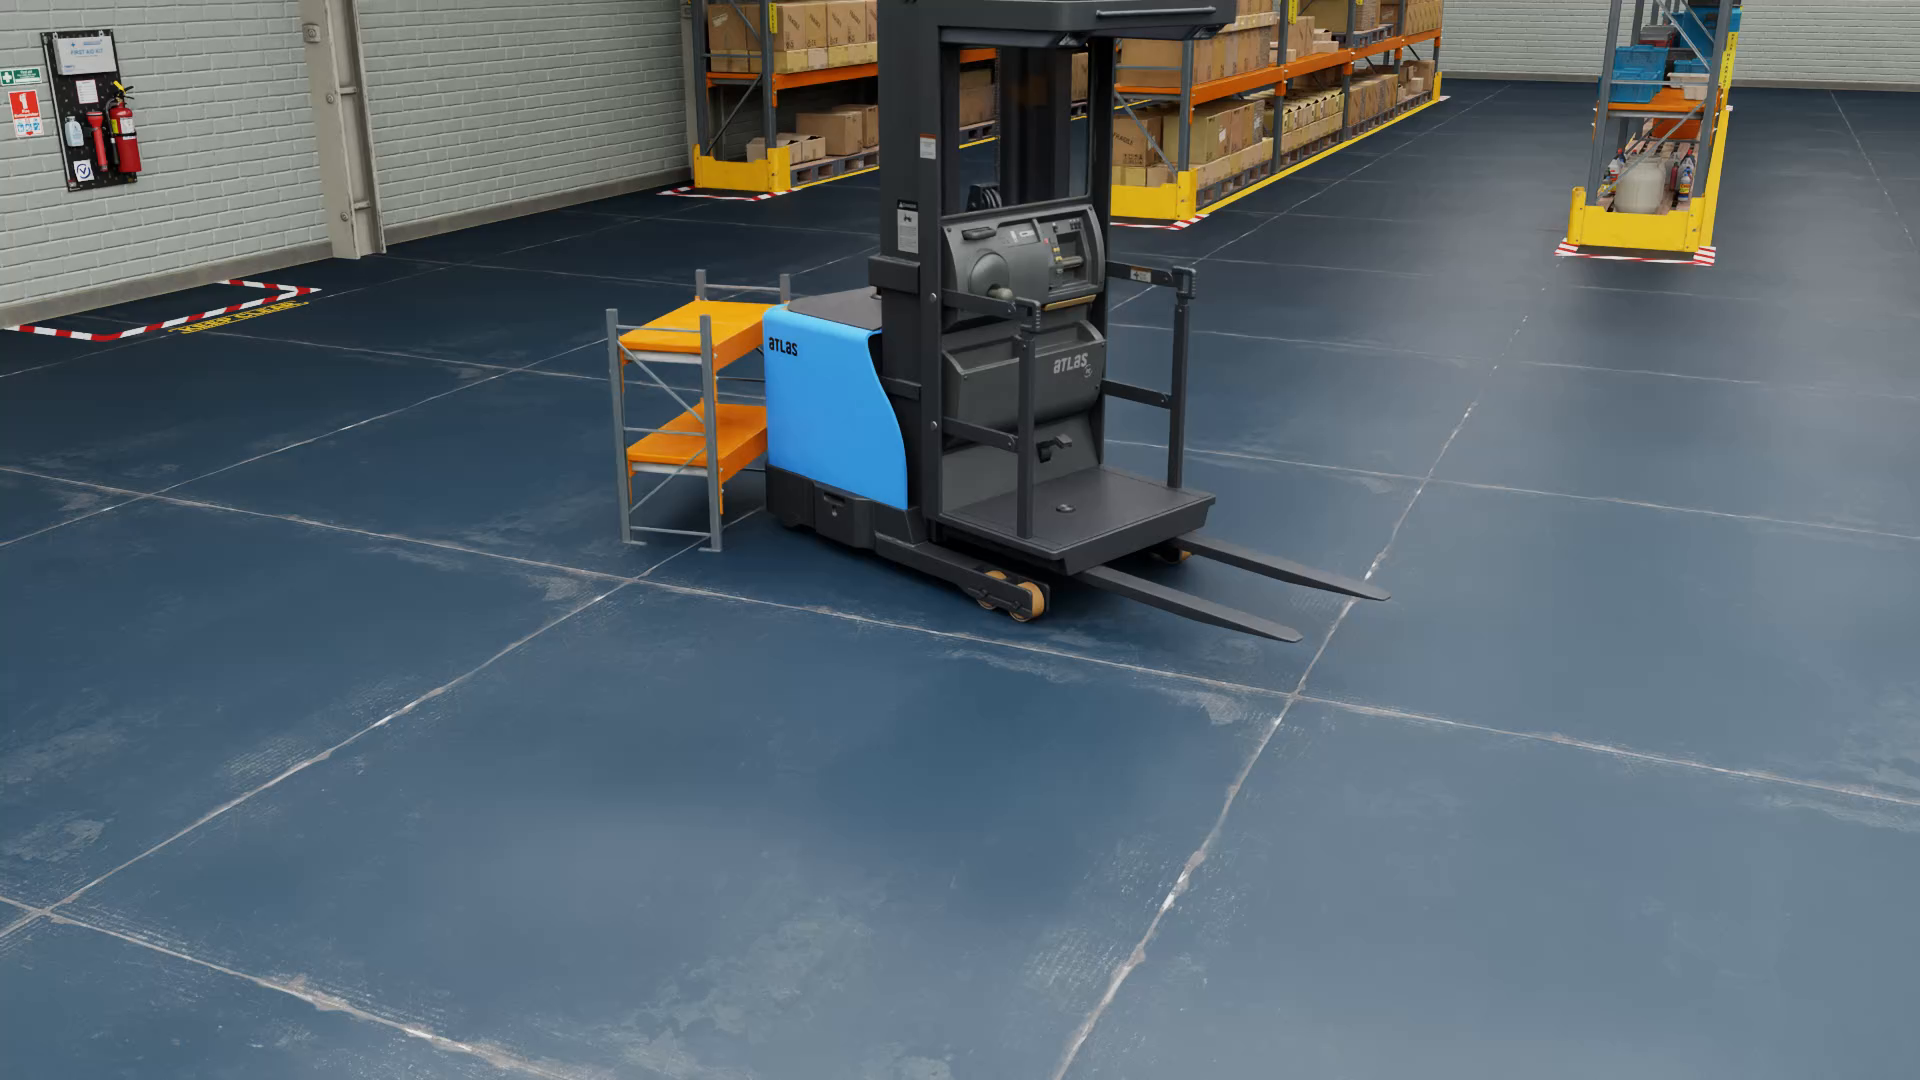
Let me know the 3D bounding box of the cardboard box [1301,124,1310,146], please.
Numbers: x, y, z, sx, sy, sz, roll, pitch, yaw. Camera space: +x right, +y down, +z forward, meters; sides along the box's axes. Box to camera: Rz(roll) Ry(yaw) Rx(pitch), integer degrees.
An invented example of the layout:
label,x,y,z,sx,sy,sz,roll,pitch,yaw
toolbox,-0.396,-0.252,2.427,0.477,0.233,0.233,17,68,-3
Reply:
label,x,y,z,sx,sy,sz,roll,pitch,yaw
cardboard box,4.363,-5.408,22.176,0.500,0.250,0.500,8,21,21

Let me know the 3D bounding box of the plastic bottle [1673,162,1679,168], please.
label,x,y,z,sx,sy,sz,roll,pitch,yaw
plastic bottle,7.754,-3.961,18.026,0.061,0.283,0.133,9,21,23

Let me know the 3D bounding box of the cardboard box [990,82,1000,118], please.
label,x,y,z,sx,sy,sz,roll,pitch,yaw
cardboard box,0.422,-6.805,25.702,0.700,0.500,0.500,9,21,23

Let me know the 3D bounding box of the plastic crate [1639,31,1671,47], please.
label,x,y,z,sx,sy,sz,roll,pitch,yaw
plastic crate,7.988,-5.641,19.258,0.402,0.464,0.583,9,21,23

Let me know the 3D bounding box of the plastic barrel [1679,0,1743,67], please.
label,x,y,z,sx,sy,sz,roll,pitch,yaw
plastic barrel,8.504,-5.734,18.866,0.600,0.901,0.708,9,21,23

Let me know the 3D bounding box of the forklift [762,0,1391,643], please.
label,x,y,z,sx,sy,sz,roll,pitch,yaw
forklift,0.437,-1.231,7.056,1.130,2.935,3.031,-18,26,-41

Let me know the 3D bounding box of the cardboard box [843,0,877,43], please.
label,x,y,z,sx,sy,sz,roll,pitch,yaw
cardboard box,-1.296,-6.579,21.068,0.500,0.500,0.500,8,21,21

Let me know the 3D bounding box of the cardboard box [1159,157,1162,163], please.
label,x,y,z,sx,sy,sz,roll,pitch,yaw
cardboard box,2.058,-4.140,18.611,0.500,0.250,0.500,9,21,23

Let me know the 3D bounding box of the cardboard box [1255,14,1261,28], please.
label,x,y,z,sx,sy,sz,roll,pitch,yaw
cardboard box,3.321,-6.106,19.543,0.380,0.149,0.250,9,21,23

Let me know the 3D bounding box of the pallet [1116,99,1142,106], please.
label,x,y,z,sx,sy,sz,roll,pitch,yaw
pallet,2.690,-8.134,30.524,1.003,0.211,1.213,9,21,23

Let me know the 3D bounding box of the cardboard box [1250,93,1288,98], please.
label,x,y,z,sx,sy,sz,roll,pitch,yaw
cardboard box,4.289,-6.054,23.155,0.500,0.311,0.500,8,21,21

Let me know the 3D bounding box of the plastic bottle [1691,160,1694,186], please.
label,x,y,z,sx,sy,sz,roll,pitch,yaw
plastic bottle,7.961,-3.998,18.130,0.061,0.283,0.133,10,22,26

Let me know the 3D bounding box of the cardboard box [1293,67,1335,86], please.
label,x,y,z,sx,sy,sz,roll,pitch,yaw
cardboard box,5.378,-7.043,25.251,0.500,0.250,0.500,9,22,25

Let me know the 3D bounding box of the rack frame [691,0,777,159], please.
label,x,y,z,sx,sy,sz,roll,pitch,yaw
rack frame,-2.607,-5.557,19.119,1.000,3.000,0.127,9,21,23

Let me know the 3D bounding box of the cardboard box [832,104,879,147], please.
label,x,y,z,sx,sy,sz,roll,pitch,yaw
cardboard box,-1.358,-5.487,21.995,0.500,0.500,0.500,7,21,19

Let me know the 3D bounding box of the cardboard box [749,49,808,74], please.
label,x,y,z,sx,sy,sz,roll,pitch,yaw
cardboard box,-2.117,-5.602,19.438,0.500,0.250,0.500,8,21,21

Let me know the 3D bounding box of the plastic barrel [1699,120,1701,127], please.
label,x,y,z,sx,sy,sz,roll,pitch,yaw
plastic barrel,10.355,-6.202,23.905,0.600,0.588,0.708,9,21,23

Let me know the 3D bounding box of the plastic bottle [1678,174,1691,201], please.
label,x,y,z,sx,sy,sz,roll,pitch,yaw
plastic bottle,7.458,-3.631,17.118,0.097,0.271,0.097,0,20,0

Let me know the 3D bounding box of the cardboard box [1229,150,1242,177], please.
label,x,y,z,sx,sy,sz,roll,pitch,yaw
cardboard box,2.952,-4.373,19.265,0.500,0.250,0.500,9,21,23

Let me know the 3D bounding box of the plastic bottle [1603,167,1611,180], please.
label,x,y,z,sx,sy,sz,roll,pitch,yaw
plastic bottle,6.815,-3.785,17.533,0.061,0.283,0.133,9,22,24

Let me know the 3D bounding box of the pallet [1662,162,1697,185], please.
label,x,y,z,sx,sy,sz,roll,pitch,yaw
pallet,8.356,-4.352,19.892,1.003,0.211,1.213,9,21,23

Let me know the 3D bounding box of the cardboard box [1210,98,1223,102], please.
label,x,y,z,sx,sy,sz,roll,pitch,yaw
cardboard box,2.879,-5.105,20.203,0.500,0.500,0.500,9,21,23

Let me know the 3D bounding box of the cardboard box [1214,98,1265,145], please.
label,x,y,z,sx,sy,sz,roll,pitch,yaw
cardboard box,3.346,-5.034,20.006,0.500,0.500,0.500,9,21,23

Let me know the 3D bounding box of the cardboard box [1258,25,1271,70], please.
label,x,y,z,sx,sy,sz,roll,pitch,yaw
cardboard box,3.376,-6.012,20.248,0.700,0.500,0.500,8,21,21

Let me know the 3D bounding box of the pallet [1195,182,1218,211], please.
label,x,y,z,sx,sy,sz,roll,pitch,yaw
pallet,2.189,-3.805,18.352,1.003,0.211,1.213,9,21,23

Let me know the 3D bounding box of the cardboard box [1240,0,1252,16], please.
label,x,y,z,sx,sy,sz,roll,pitch,yaw
cardboard box,2.964,-6.316,19.166,0.700,0.500,0.500,9,21,23

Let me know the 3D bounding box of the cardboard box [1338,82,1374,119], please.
label,x,y,z,sx,sy,sz,roll,pitch,yaw
cardboard box,6.056,-6.767,25.595,0.500,0.500,0.500,8,21,22

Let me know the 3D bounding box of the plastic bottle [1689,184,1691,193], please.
label,x,y,z,sx,sy,sz,roll,pitch,yaw
plastic bottle,7.680,-3.764,17.596,0.097,0.201,0.097,0,20,0

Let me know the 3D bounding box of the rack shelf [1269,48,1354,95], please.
label,x,y,z,sx,sy,sz,roll,pitch,yaw
rack shelf,4.371,-6.374,22.489,1.077,0.370,4.000,9,21,23

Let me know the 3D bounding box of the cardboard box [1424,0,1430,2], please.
label,x,y,z,sx,sy,sz,roll,pitch,yaw
cardboard box,7.910,-9.644,28.968,0.500,0.500,0.500,9,22,24

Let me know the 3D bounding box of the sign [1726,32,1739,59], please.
label,x,y,z,sx,sy,sz,roll,pitch,yaw
sign,8.567,-5.472,18.467,0.100,0.325,0.005,9,21,23

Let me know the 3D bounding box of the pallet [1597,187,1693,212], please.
label,x,y,z,sx,sy,sz,roll,pitch,yaw
pallet,7.258,-3.533,17.588,1.003,0.211,1.213,9,21,23

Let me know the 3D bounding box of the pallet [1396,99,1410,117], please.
label,x,y,z,sx,sy,sz,roll,pitch,yaw
pallet,7.110,-7.443,28.583,1.003,0.211,1.213,9,21,23

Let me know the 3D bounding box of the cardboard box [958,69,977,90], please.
label,x,y,z,sx,sy,sz,roll,pitch,yaw
cardboard box,-0.075,-6.835,24.666,0.500,0.250,0.500,8,21,22

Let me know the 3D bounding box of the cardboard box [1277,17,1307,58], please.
label,x,y,z,sx,sy,sz,roll,pitch,yaw
cardboard box,4.302,-6.695,22.170,0.500,0.500,0.500,9,21,23

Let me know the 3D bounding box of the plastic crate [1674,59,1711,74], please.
label,x,y,z,sx,sy,sz,roll,pitch,yaw
plastic crate,7.864,-4.975,17.704,0.499,0.251,0.616,9,21,23

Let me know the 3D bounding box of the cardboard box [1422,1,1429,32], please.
label,x,y,z,sx,sy,sz,roll,pitch,yaw
cardboard box,7.906,-9.178,29.150,0.500,0.500,0.500,8,21,22

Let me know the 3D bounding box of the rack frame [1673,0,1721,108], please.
label,x,y,z,sx,sy,sz,roll,pitch,yaw
rack frame,12.983,-9.089,29.050,1.000,3.000,0.127,9,21,23

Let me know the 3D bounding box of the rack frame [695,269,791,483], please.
label,x,y,z,sx,sy,sz,roll,pitch,yaw
rack frame,-1.103,-0.827,8.615,0.500,1.125,0.032,5,20,14

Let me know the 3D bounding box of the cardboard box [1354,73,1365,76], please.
label,x,y,z,sx,sy,sz,roll,pitch,yaw
cardboard box,6.407,-7.462,27.549,0.500,0.500,0.500,8,21,20

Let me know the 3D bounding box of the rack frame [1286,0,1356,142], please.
label,x,y,z,sx,sy,sz,roll,pitch,yaw
rack frame,5.190,-7.324,24.087,1.000,3.000,0.127,9,21,23

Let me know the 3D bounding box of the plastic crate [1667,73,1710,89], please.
label,x,y,z,sx,sy,sz,roll,pitch,yaw
plastic crate,7.635,-4.765,17.285,0.530,0.136,0.437,9,21,23

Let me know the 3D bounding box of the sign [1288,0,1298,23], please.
label,x,y,z,sx,sy,sz,roll,pitch,yaw
sign,4.059,-6.471,20.278,0.100,0.325,0.005,9,21,23

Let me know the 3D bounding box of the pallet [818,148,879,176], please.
label,x,y,z,sx,sy,sz,roll,pitch,yaw
pallet,-1.710,-4.882,21.381,1.003,0.211,1.213,9,21,23

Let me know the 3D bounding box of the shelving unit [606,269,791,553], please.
label,x,y,z,sx,sy,sz,roll,pitch,yaw
shelving unit,-1.233,-0.662,8.152,0.538,1.125,1.048,5,20,14

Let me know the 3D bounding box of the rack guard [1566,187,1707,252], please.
label,x,y,z,sx,sy,sz,roll,pitch,yaw
rack guard,6.420,-3.050,15.799,1.175,0.500,0.348,9,21,23

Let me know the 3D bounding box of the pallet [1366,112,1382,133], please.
label,x,y,z,sx,sy,sz,roll,pitch,yaw
pallet,6.031,-6.605,26.227,1.003,0.211,1.213,9,21,23

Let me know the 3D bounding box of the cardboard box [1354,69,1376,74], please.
label,x,y,z,sx,sy,sz,roll,pitch,yaw
cardboard box,6.802,-7.790,28.470,0.500,0.500,0.500,9,21,23

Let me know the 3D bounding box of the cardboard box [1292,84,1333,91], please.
label,x,y,z,sx,sy,sz,roll,pitch,yaw
cardboard box,5.359,-6.672,25.327,0.500,0.500,0.500,9,22,25

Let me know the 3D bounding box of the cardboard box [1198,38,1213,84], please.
label,x,y,z,sx,sy,sz,roll,pitch,yaw
cardboard box,2.327,-5.228,18.044,0.700,0.500,0.500,9,22,24

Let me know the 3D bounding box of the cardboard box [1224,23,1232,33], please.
label,x,y,z,sx,sy,sz,roll,pitch,yaw
cardboard box,2.797,-5.716,18.447,0.380,0.149,0.250,8,21,22

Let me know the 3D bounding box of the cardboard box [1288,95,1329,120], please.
label,x,y,z,sx,sy,sz,roll,pitch,yaw
cardboard box,4.784,-5.983,22.956,0.500,0.311,0.500,8,21,22

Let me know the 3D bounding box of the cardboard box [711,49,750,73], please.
label,x,y,z,sx,sy,sz,roll,pitch,yaw
cardboard box,-2.592,-5.666,19.617,0.500,0.250,0.500,9,21,23

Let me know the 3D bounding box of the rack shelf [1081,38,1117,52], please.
label,x,y,z,sx,sy,sz,roll,pitch,yaw
rack shelf,1.488,-8.275,27.835,1.077,0.370,4.000,9,21,23
